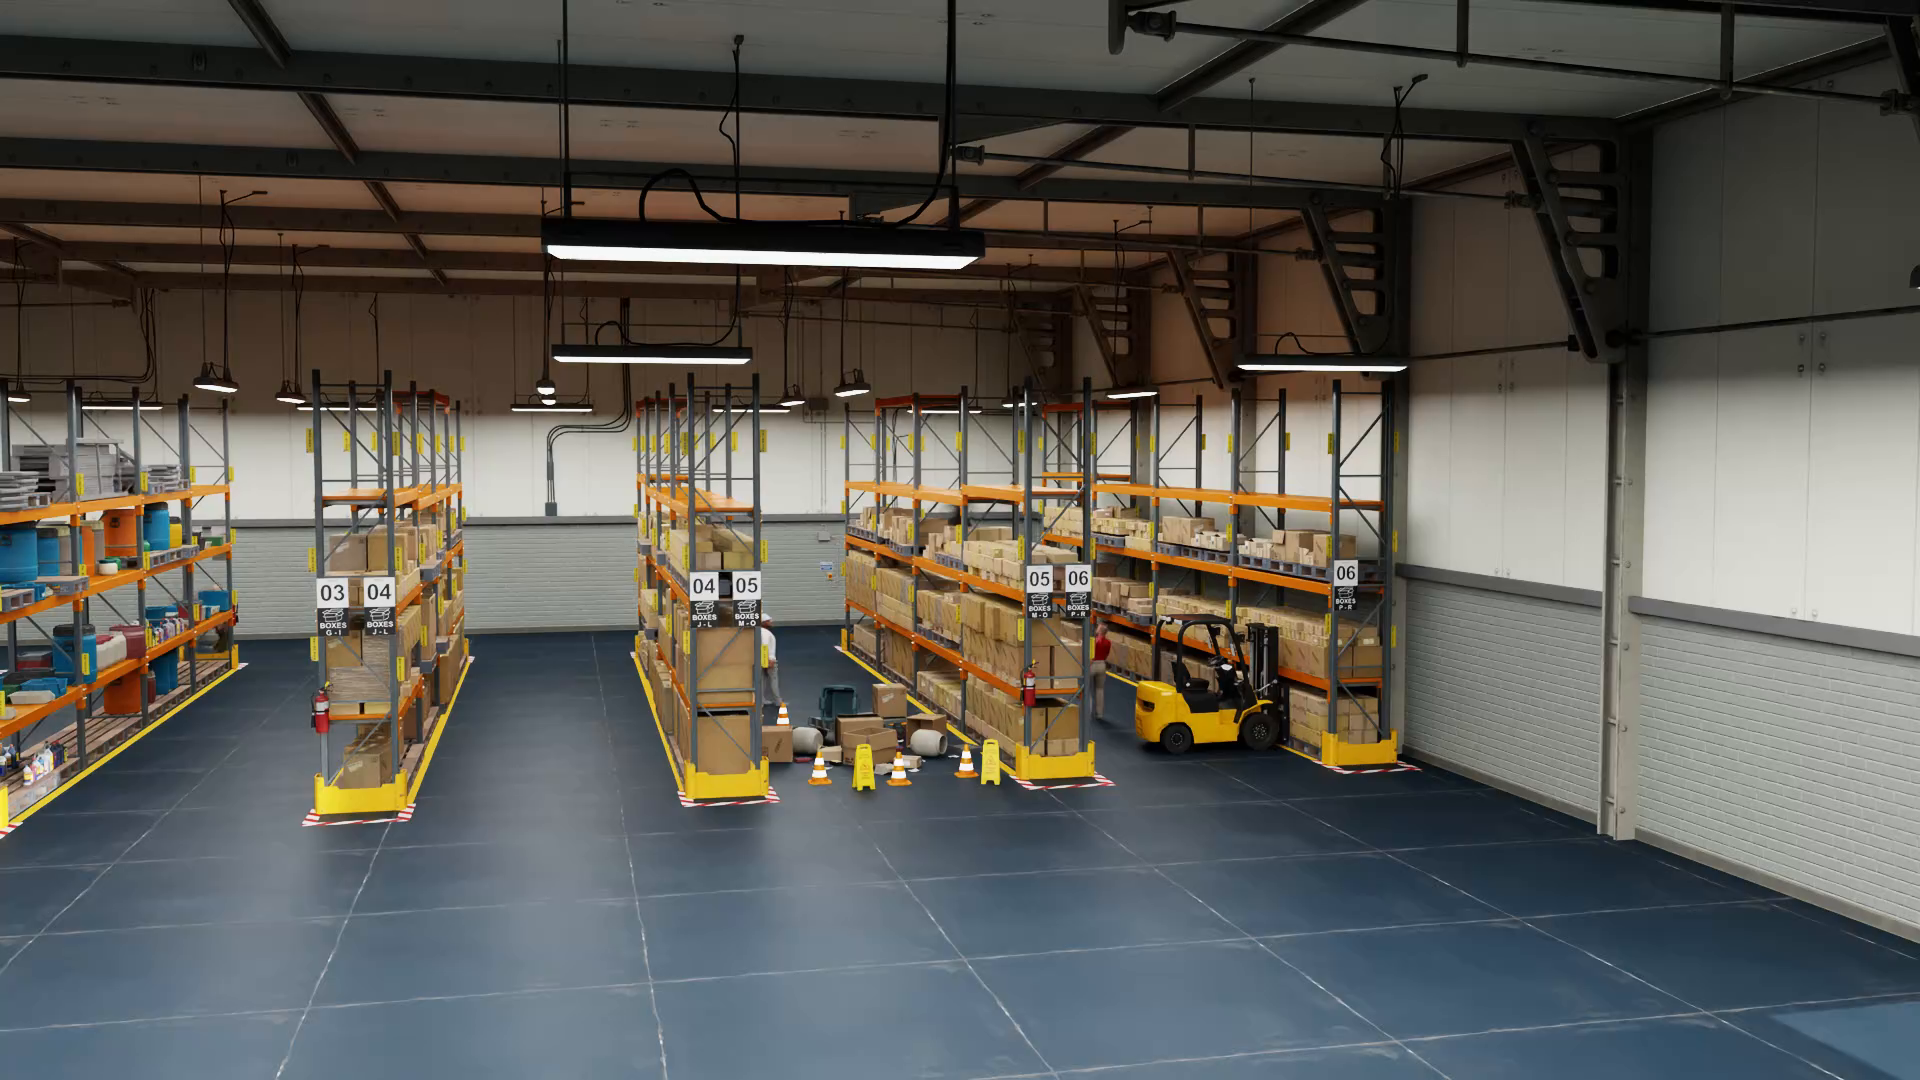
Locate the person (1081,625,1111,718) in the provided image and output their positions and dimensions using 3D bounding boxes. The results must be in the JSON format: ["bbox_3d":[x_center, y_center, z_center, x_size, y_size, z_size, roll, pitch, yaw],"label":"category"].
[{"bbox_3d":[2.481,2.404,30.339,0.534,1.746,0.618,0,3,-5],"label":"person"}]

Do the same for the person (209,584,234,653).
[{"bbox_3d":[-16.986,1.896,38.170,0.568,1.762,0.624,-1,3,-11],"label":"person"}]

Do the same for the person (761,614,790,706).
[{"bbox_3d":[-3.593,2.289,31.829,0.589,1.762,0.644,-1,4,-22],"label":"person"}]
